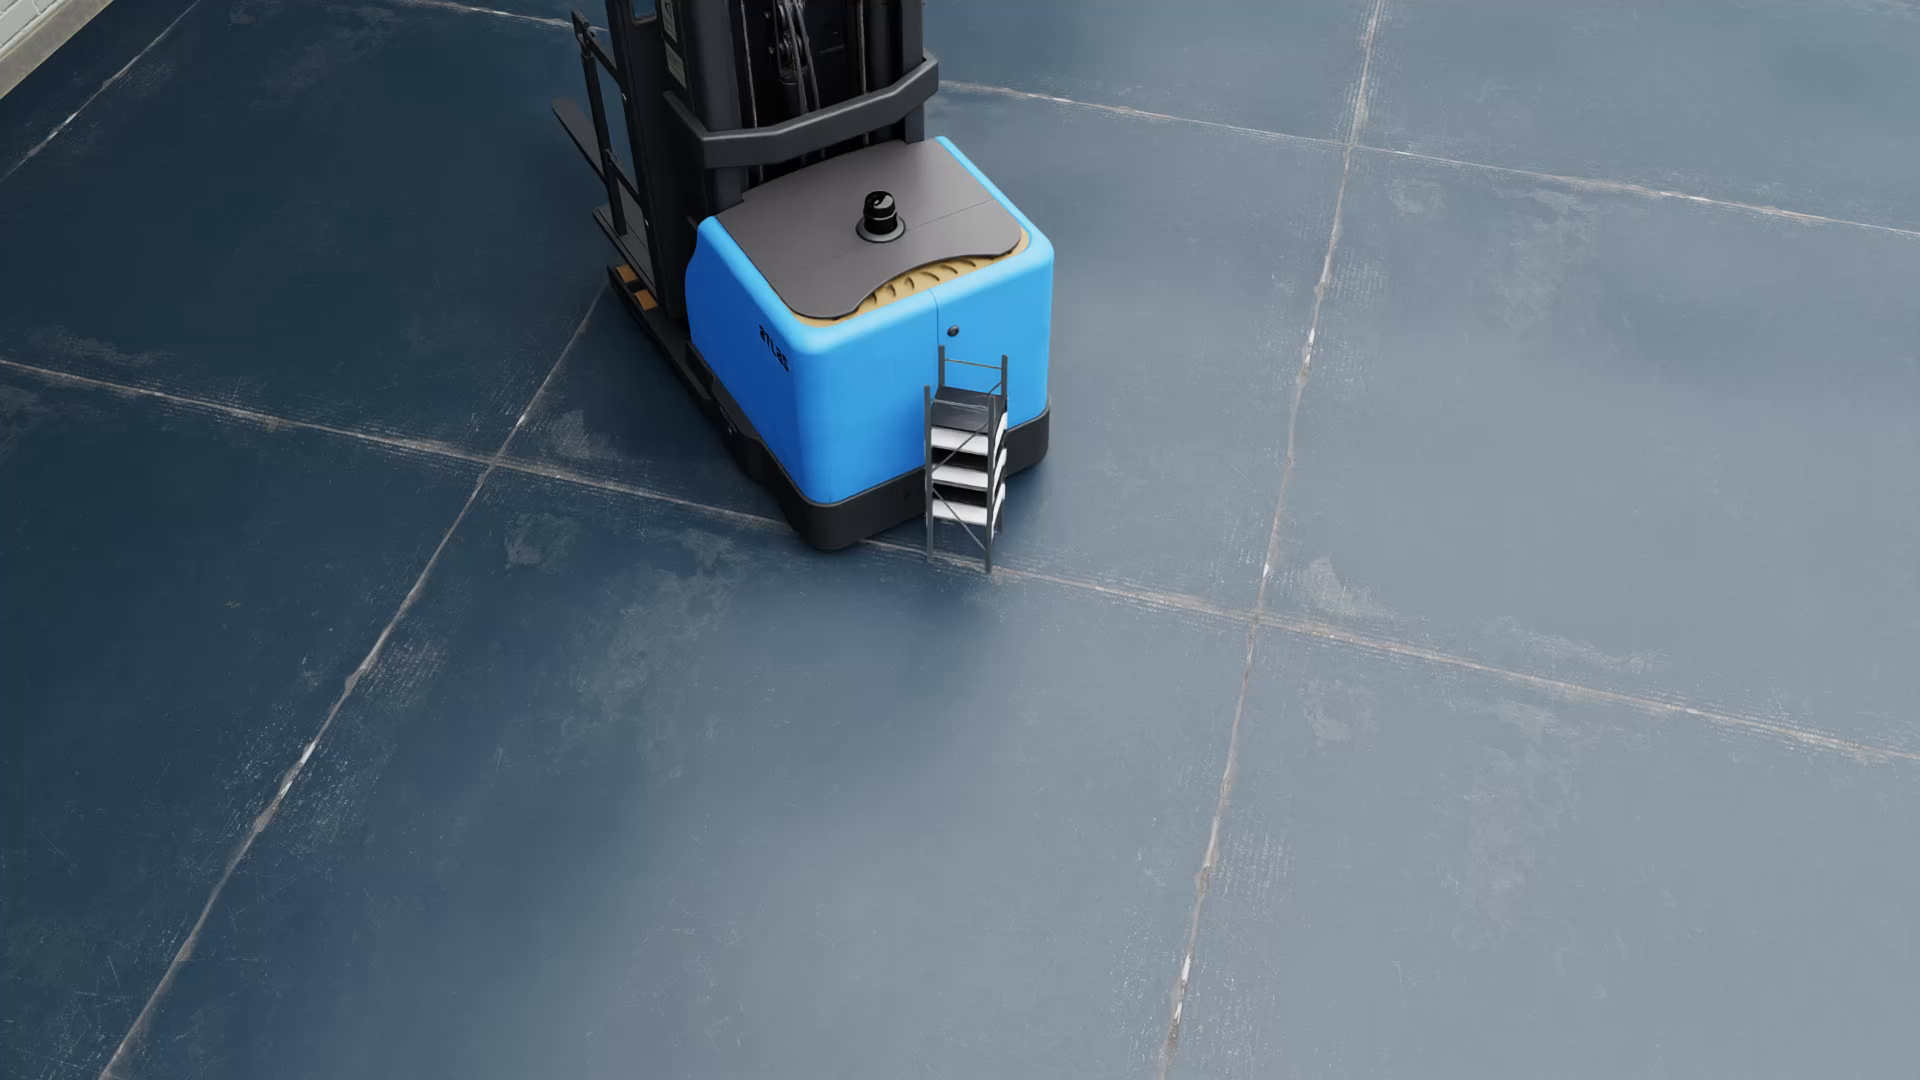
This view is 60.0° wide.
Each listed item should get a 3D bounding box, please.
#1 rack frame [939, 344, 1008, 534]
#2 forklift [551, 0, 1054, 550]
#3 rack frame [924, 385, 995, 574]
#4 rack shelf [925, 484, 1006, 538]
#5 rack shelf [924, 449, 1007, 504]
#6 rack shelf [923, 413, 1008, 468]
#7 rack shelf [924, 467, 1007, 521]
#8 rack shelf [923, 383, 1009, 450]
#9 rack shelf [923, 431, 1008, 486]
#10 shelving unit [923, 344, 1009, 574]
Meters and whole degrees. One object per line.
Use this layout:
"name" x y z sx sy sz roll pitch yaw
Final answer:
"rack frame" 0.045 -0.342 5.952 0.240 0.900 0.006 10 49 9
"forklift" -0.845 -2.030 6.087 1.130 2.935 3.031 -24 53 -20
"rack frame" -0.002 -0.194 5.821 0.240 0.900 0.006 10 49 9
"rack shelf" 0.021 -0.127 6.046 0.258 0.077 0.200 10 49 9
"rack shelf" 0.021 -0.246 5.911 0.258 0.077 0.200 10 49 9
"rack shelf" 0.021 -0.365 5.776 0.258 0.077 0.200 10 49 9
"rack shelf" 0.021 -0.187 5.979 0.258 0.077 0.200 10 49 9
"rack shelf" 0.021 -0.425 5.709 0.258 0.077 0.200 10 49 9
"rack shelf" 0.021 -0.306 5.844 0.258 0.077 0.200 10 49 9
"shelving unit" 0.021 -0.268 5.886 0.258 0.900 0.210 10 49 9
